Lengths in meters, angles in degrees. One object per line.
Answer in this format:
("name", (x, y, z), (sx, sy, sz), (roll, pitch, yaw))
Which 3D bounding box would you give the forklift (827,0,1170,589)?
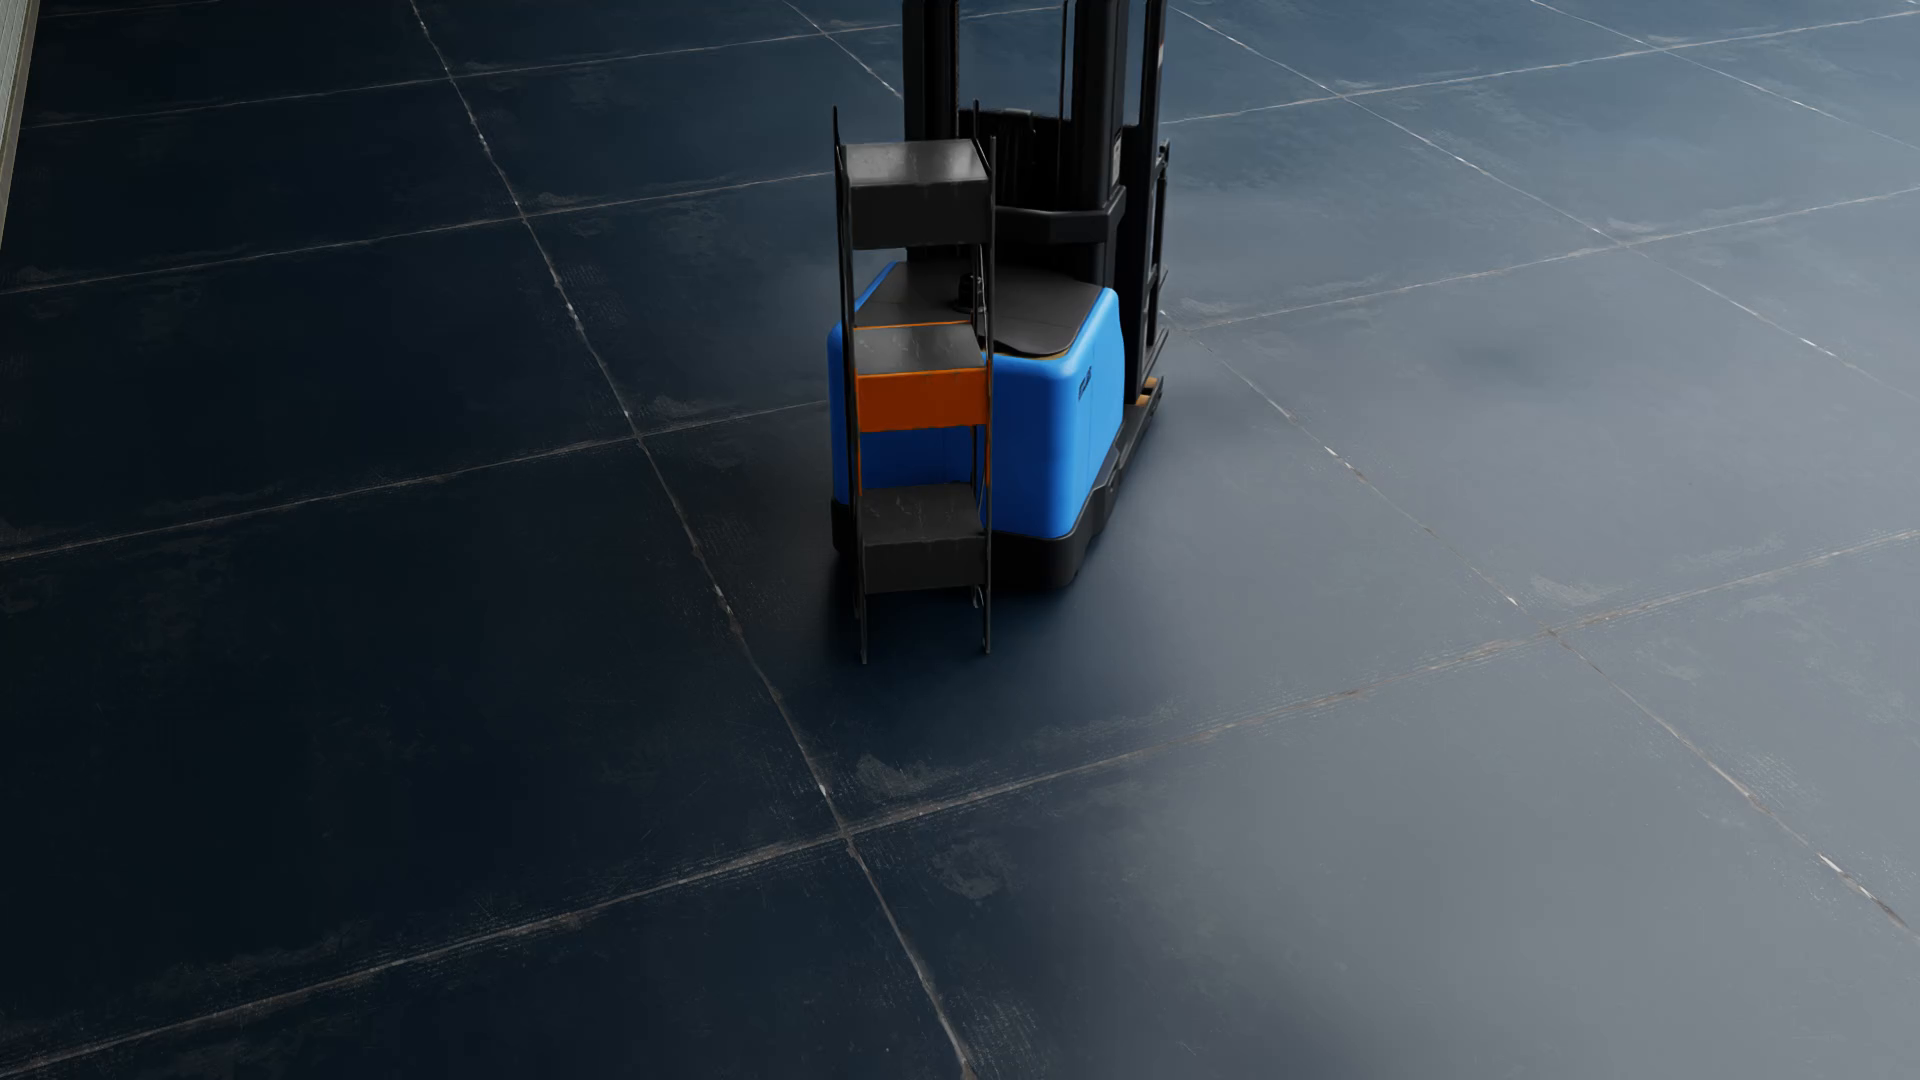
("forklift", (0.376, -1.825, 7.367), (1.130, 2.935, 3.031), (9, 34, 14))

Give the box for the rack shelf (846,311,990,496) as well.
("rack shelf", (-0.160, -0.506, 6.127), (0.480, 0.518, 0.431), (-4, 33, -7))

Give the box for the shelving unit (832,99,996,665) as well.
("shelving unit", (-0.160, -0.517, 6.119), (0.503, 2.100, 0.431), (-4, 33, -7))

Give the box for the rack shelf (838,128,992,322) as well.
("rack shelf", (-0.160, -1.092, 5.745), (0.480, 0.518, 0.431), (-4, 33, -7))

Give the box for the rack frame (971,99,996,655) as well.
("rack frame", (0.082, -0.536, 6.148), (0.015, 2.100, 0.400), (-4, 33, -7))

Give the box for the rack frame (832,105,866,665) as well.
("rack frame", (-0.401, -0.498, 6.091), (0.015, 2.100, 0.400), (-4, 33, -7))

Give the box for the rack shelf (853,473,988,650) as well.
("rack shelf", (-0.160, 0.081, 6.509), (0.480, 0.518, 0.431), (-4, 33, -7))
